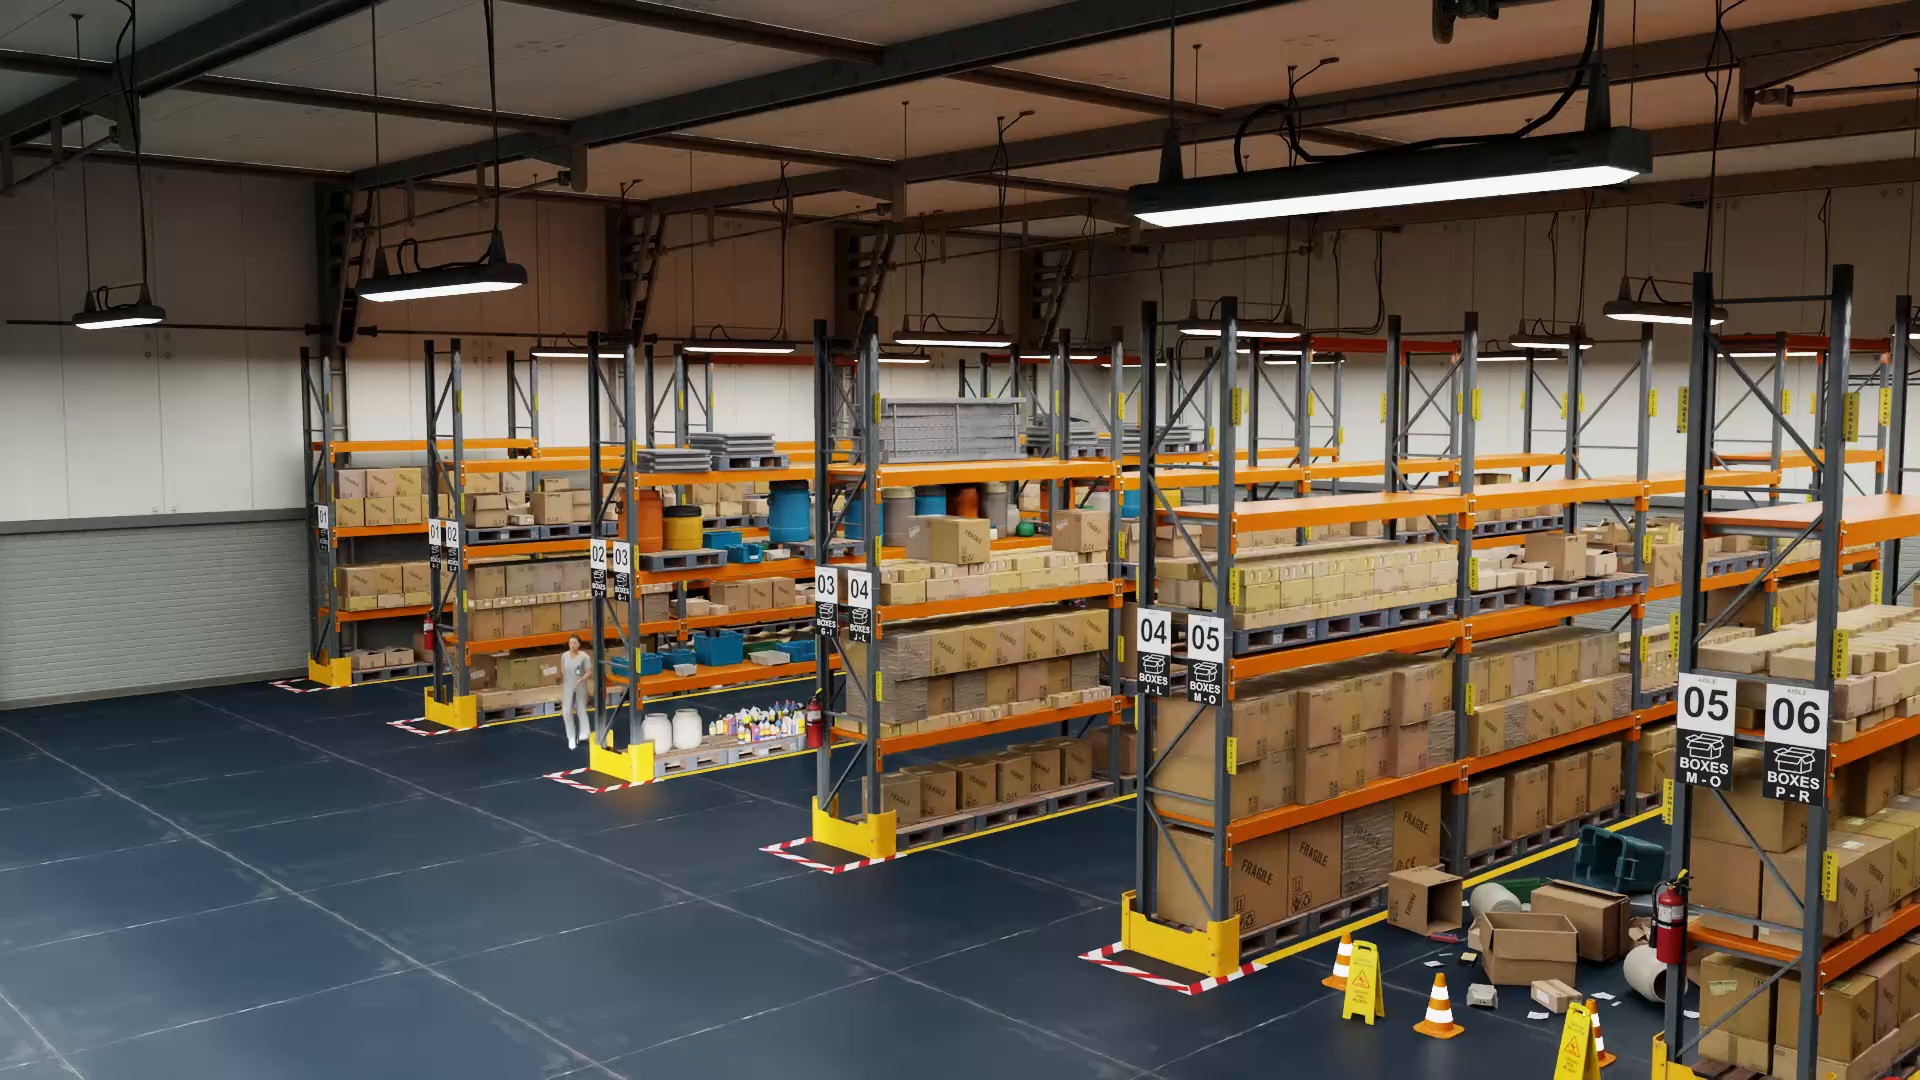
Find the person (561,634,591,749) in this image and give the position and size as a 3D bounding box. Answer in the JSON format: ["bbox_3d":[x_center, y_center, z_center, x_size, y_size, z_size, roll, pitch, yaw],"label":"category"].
[{"bbox_3d":[-5.622,2.210,24.354,0.472,1.688,0.794,0,5,-2],"label":"person"}]
